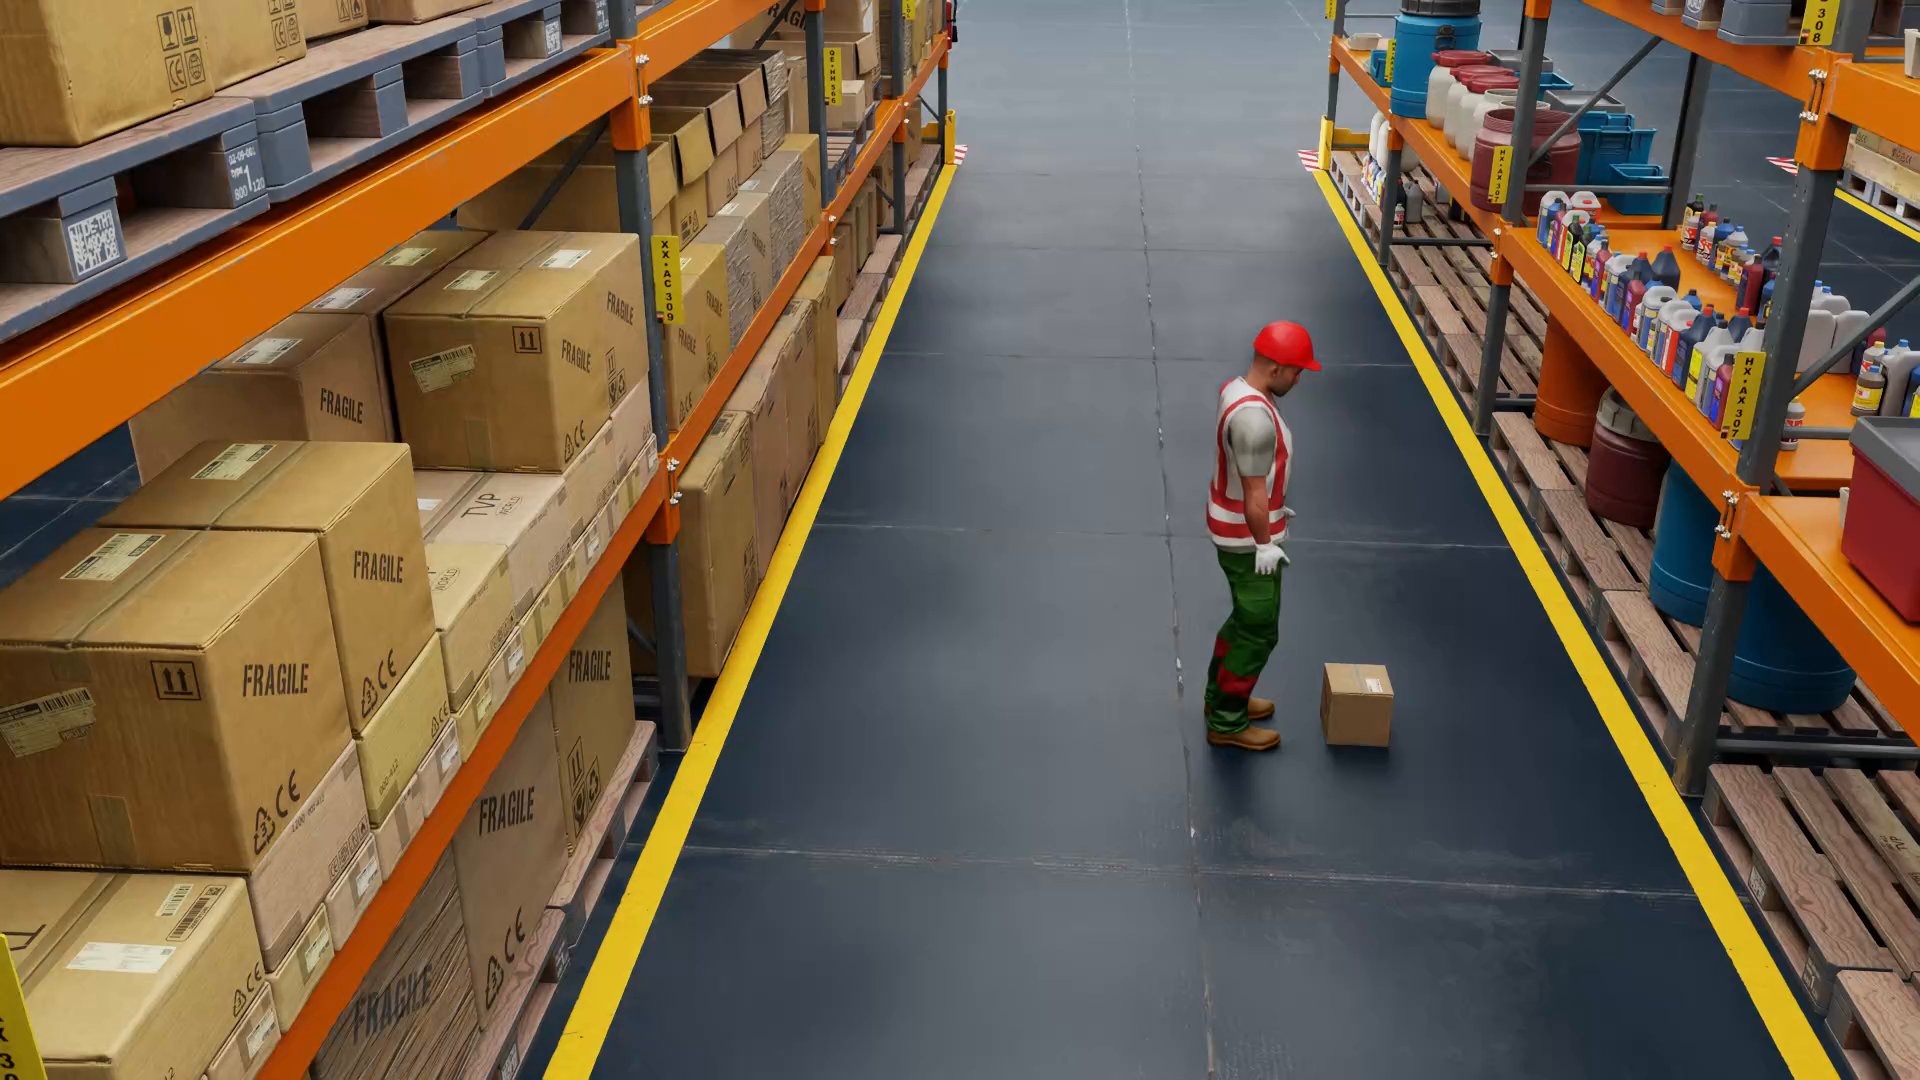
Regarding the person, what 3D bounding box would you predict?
[{"bbox_3d":[1.184,-0.025,6.662,0.400,1.762,0.534,2,24,5],"label":"person"}]
